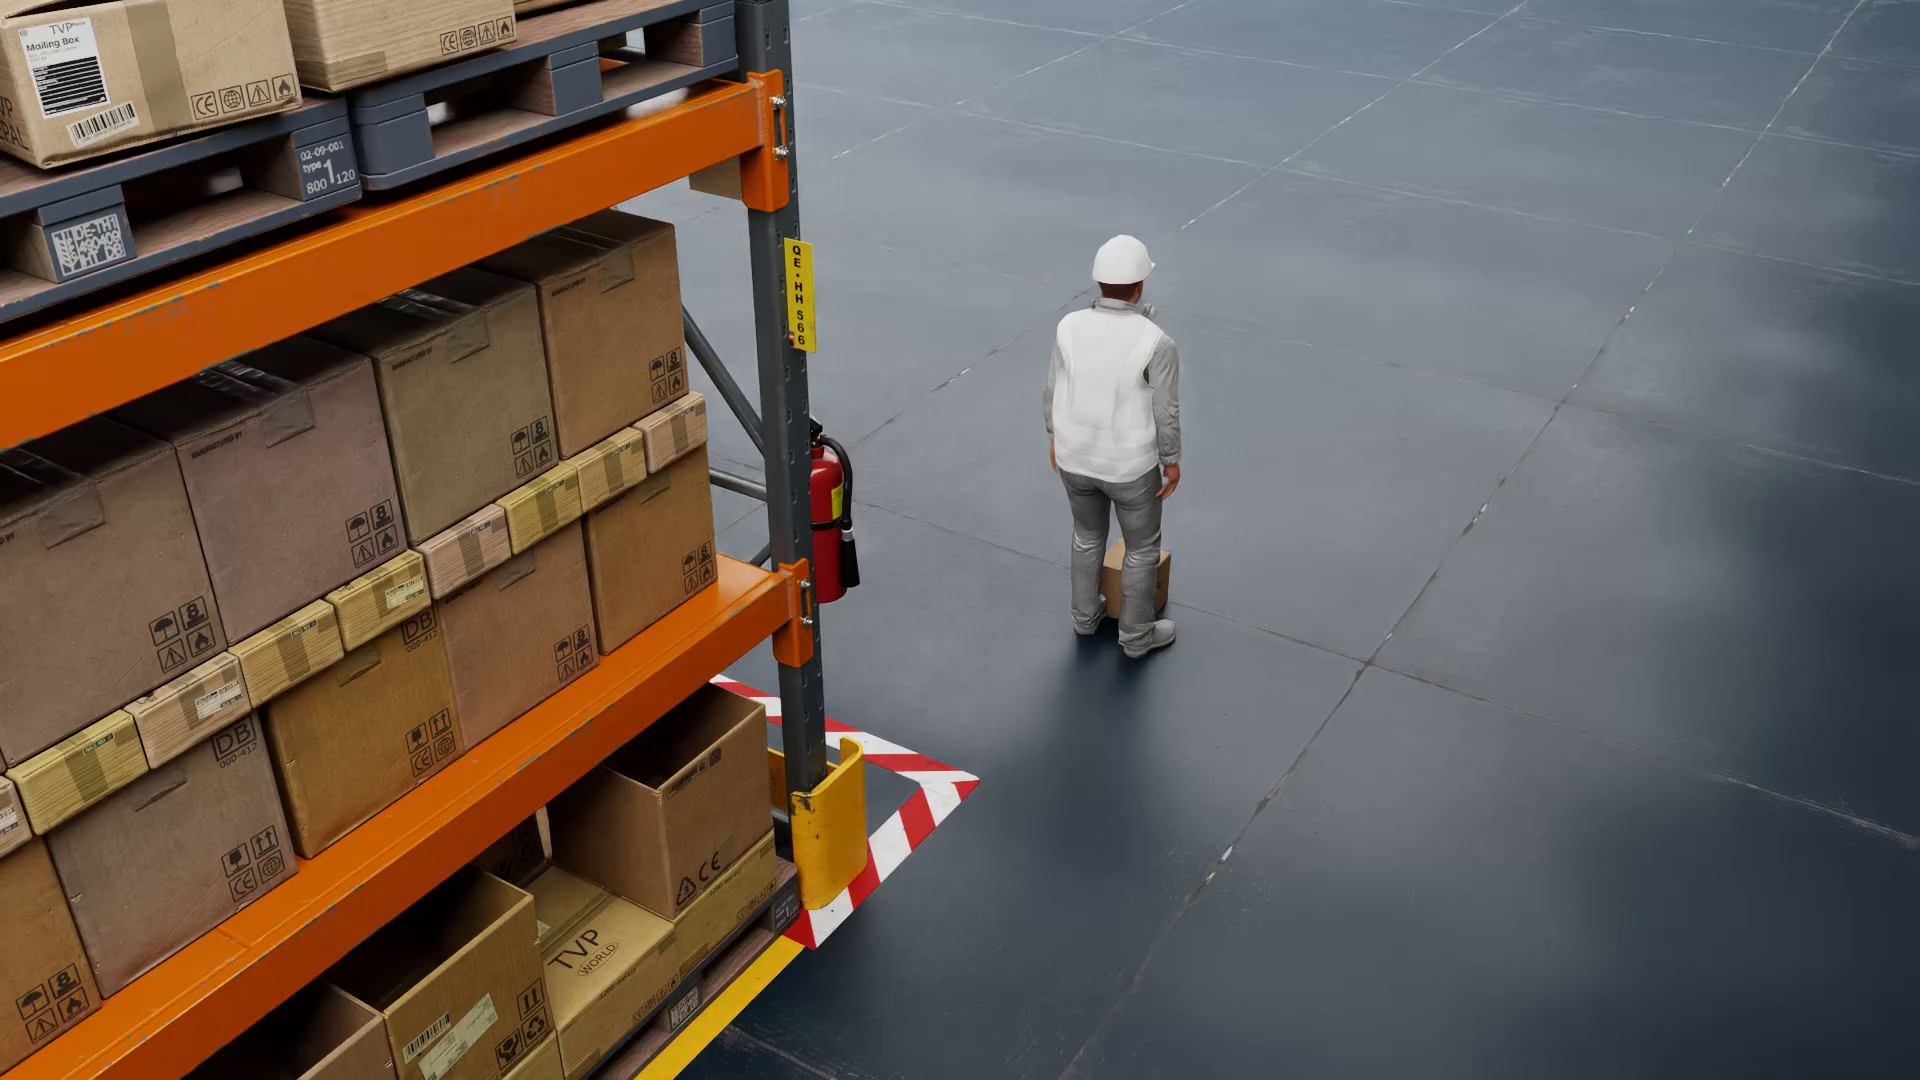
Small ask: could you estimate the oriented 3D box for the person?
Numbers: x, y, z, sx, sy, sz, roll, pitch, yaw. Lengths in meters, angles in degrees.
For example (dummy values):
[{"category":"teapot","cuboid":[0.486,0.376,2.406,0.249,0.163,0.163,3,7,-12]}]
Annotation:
[{"category":"person","cuboid":[0.618,-0.359,6.723,0.585,1.767,0.475,16,34,25]}]
